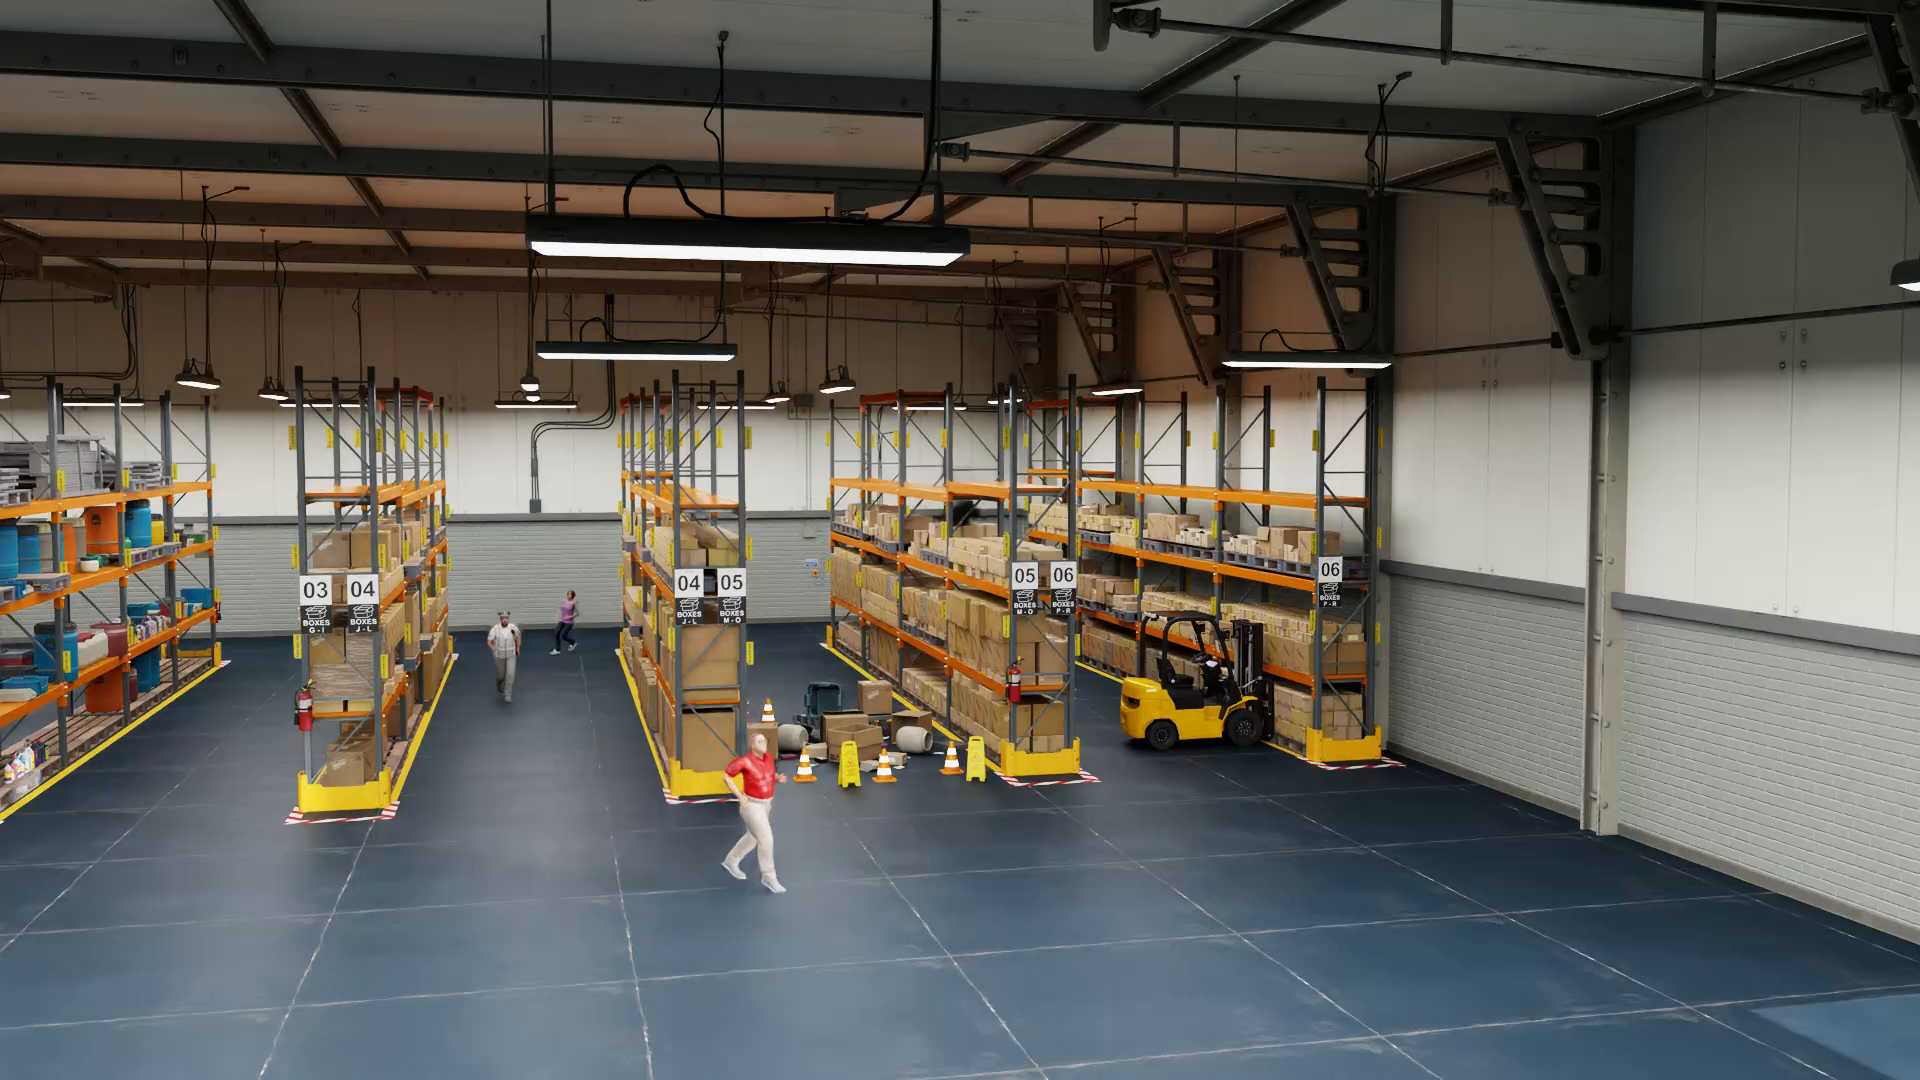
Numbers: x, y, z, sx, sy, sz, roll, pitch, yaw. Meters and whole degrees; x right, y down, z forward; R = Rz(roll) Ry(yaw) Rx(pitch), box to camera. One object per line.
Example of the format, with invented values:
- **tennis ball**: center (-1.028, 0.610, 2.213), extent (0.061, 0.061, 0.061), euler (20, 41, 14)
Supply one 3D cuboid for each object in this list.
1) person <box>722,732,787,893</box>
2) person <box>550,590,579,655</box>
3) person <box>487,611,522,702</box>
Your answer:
- **person**: center (-2.293, 3.031, 18.675), extent (0.884, 1.778, 0.636), euler (2, 4, 25)
- **person**: center (-9.196, 1.919, 38.972), extent (0.614, 1.518, 0.619), euler (2, 4, 26)
- **person**: center (-8.792, 2.221, 32.135), extent (0.658, 1.748, 0.839), euler (-1, 4, -20)
